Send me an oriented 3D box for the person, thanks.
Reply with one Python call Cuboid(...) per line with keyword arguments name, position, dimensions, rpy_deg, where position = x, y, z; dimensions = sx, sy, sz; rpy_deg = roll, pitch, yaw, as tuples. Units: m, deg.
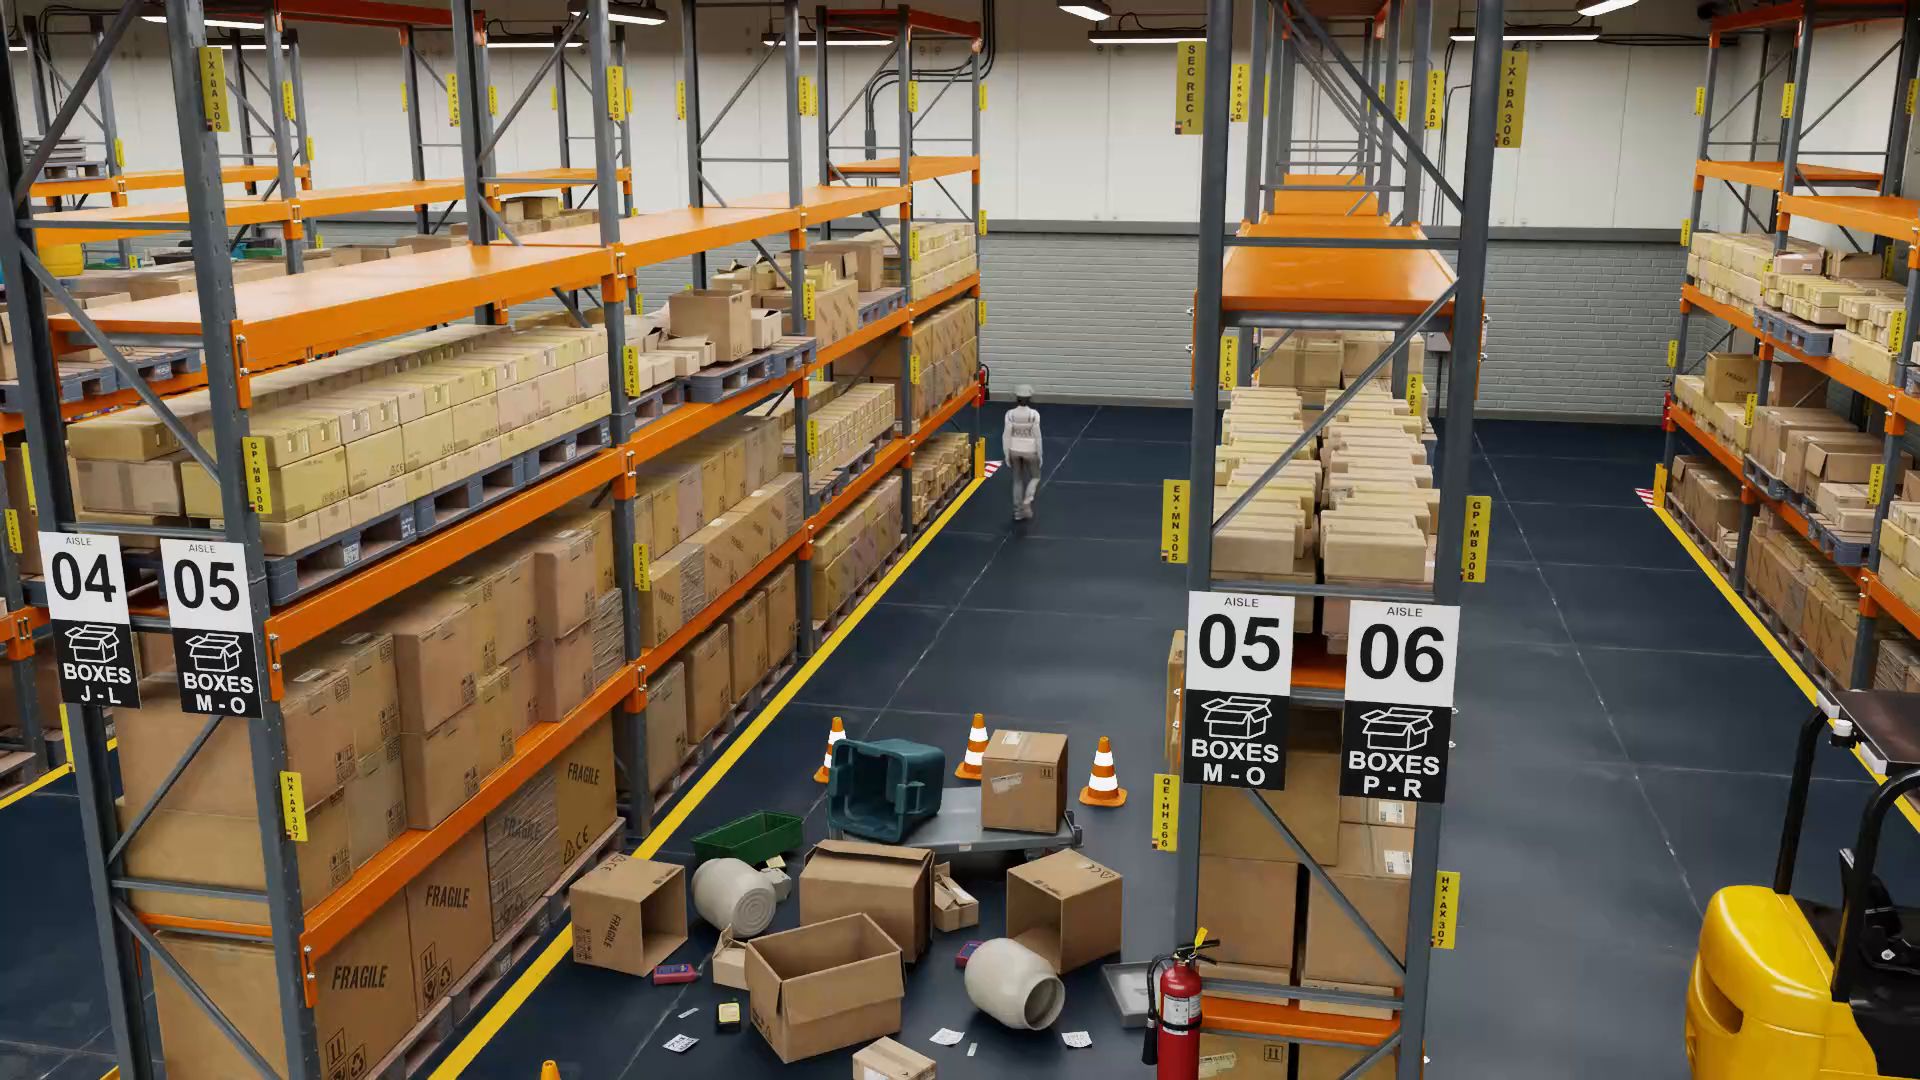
Cuboid(name="person", position=(1.498, -1.456, 17.209), dimensions=(5.278, 2.350, 21.920), rpy_deg=(3, 15, 12))
